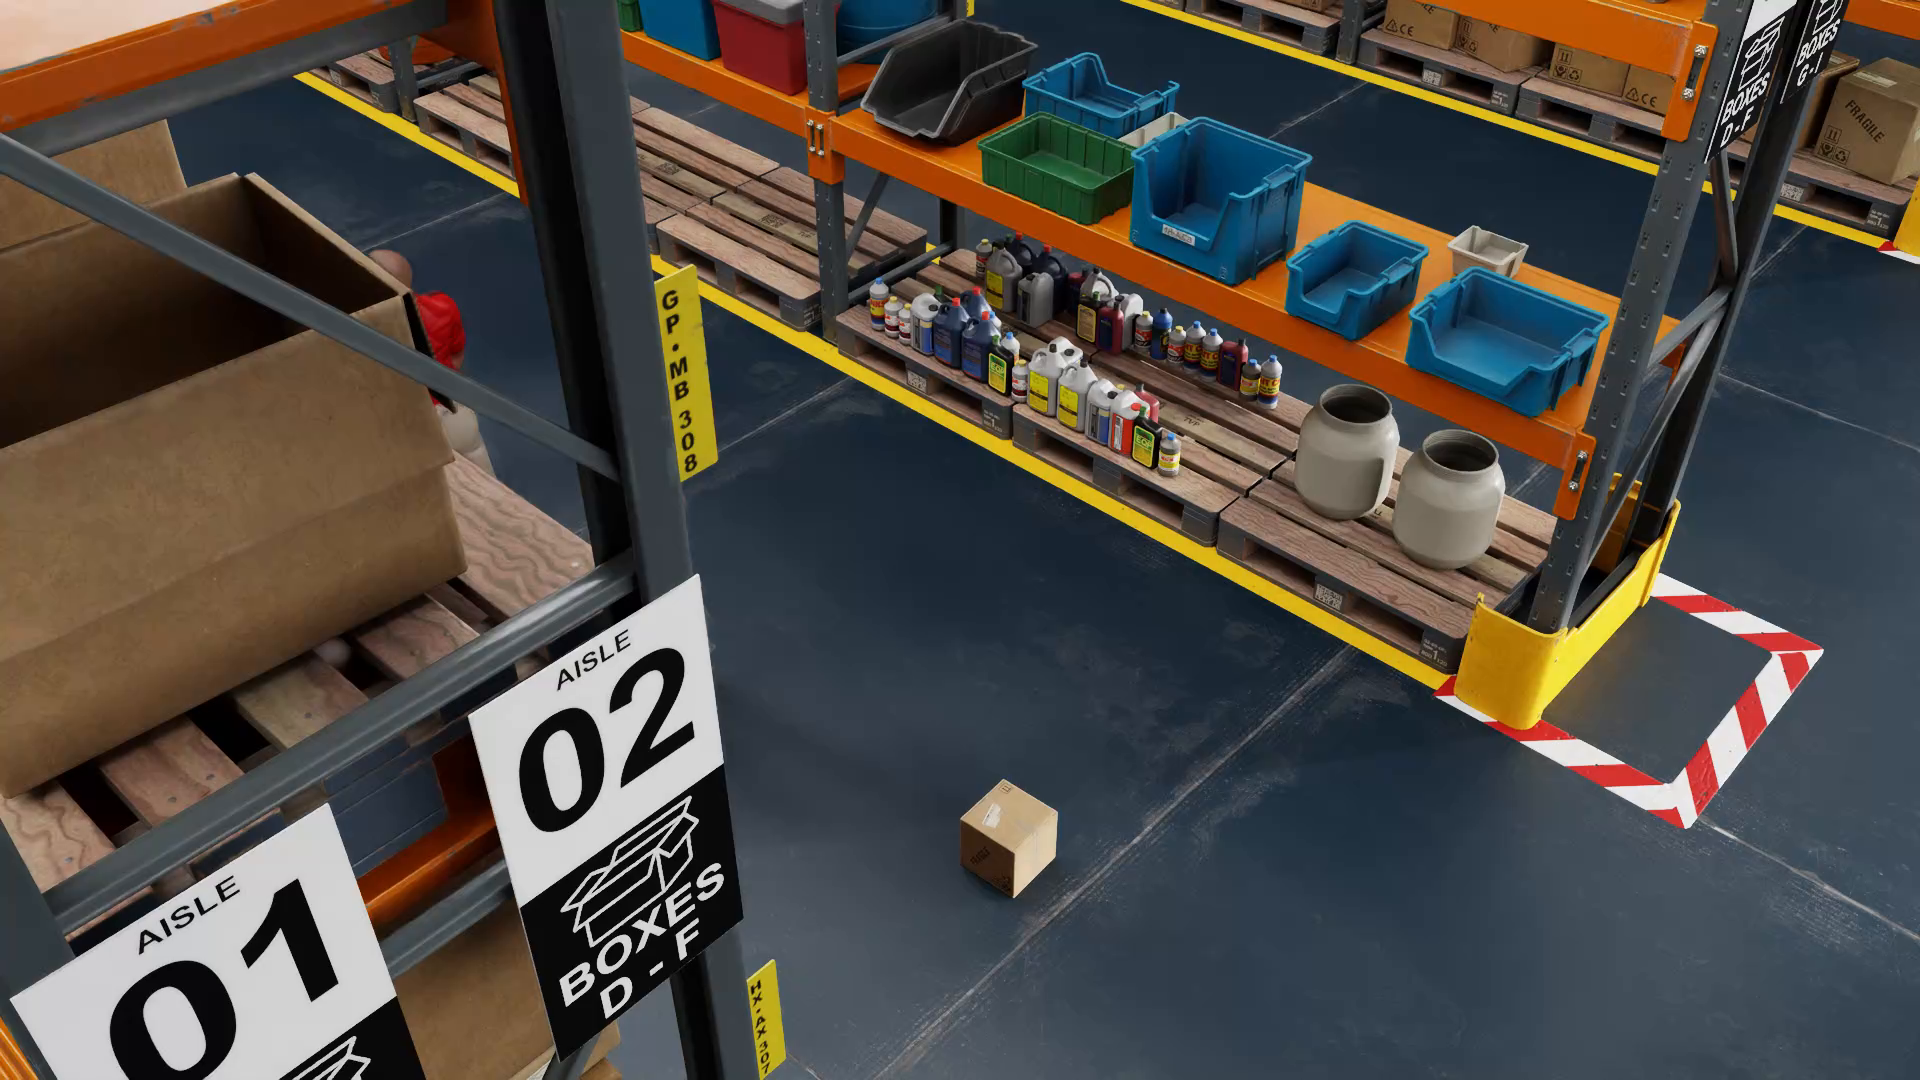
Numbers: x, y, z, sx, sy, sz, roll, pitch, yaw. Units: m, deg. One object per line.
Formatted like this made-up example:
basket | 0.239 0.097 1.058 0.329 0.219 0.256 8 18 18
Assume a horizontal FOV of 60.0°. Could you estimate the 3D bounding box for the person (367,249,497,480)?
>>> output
person | -2.200 -0.463 6.736 1.039 1.669 0.566 21 44 24
